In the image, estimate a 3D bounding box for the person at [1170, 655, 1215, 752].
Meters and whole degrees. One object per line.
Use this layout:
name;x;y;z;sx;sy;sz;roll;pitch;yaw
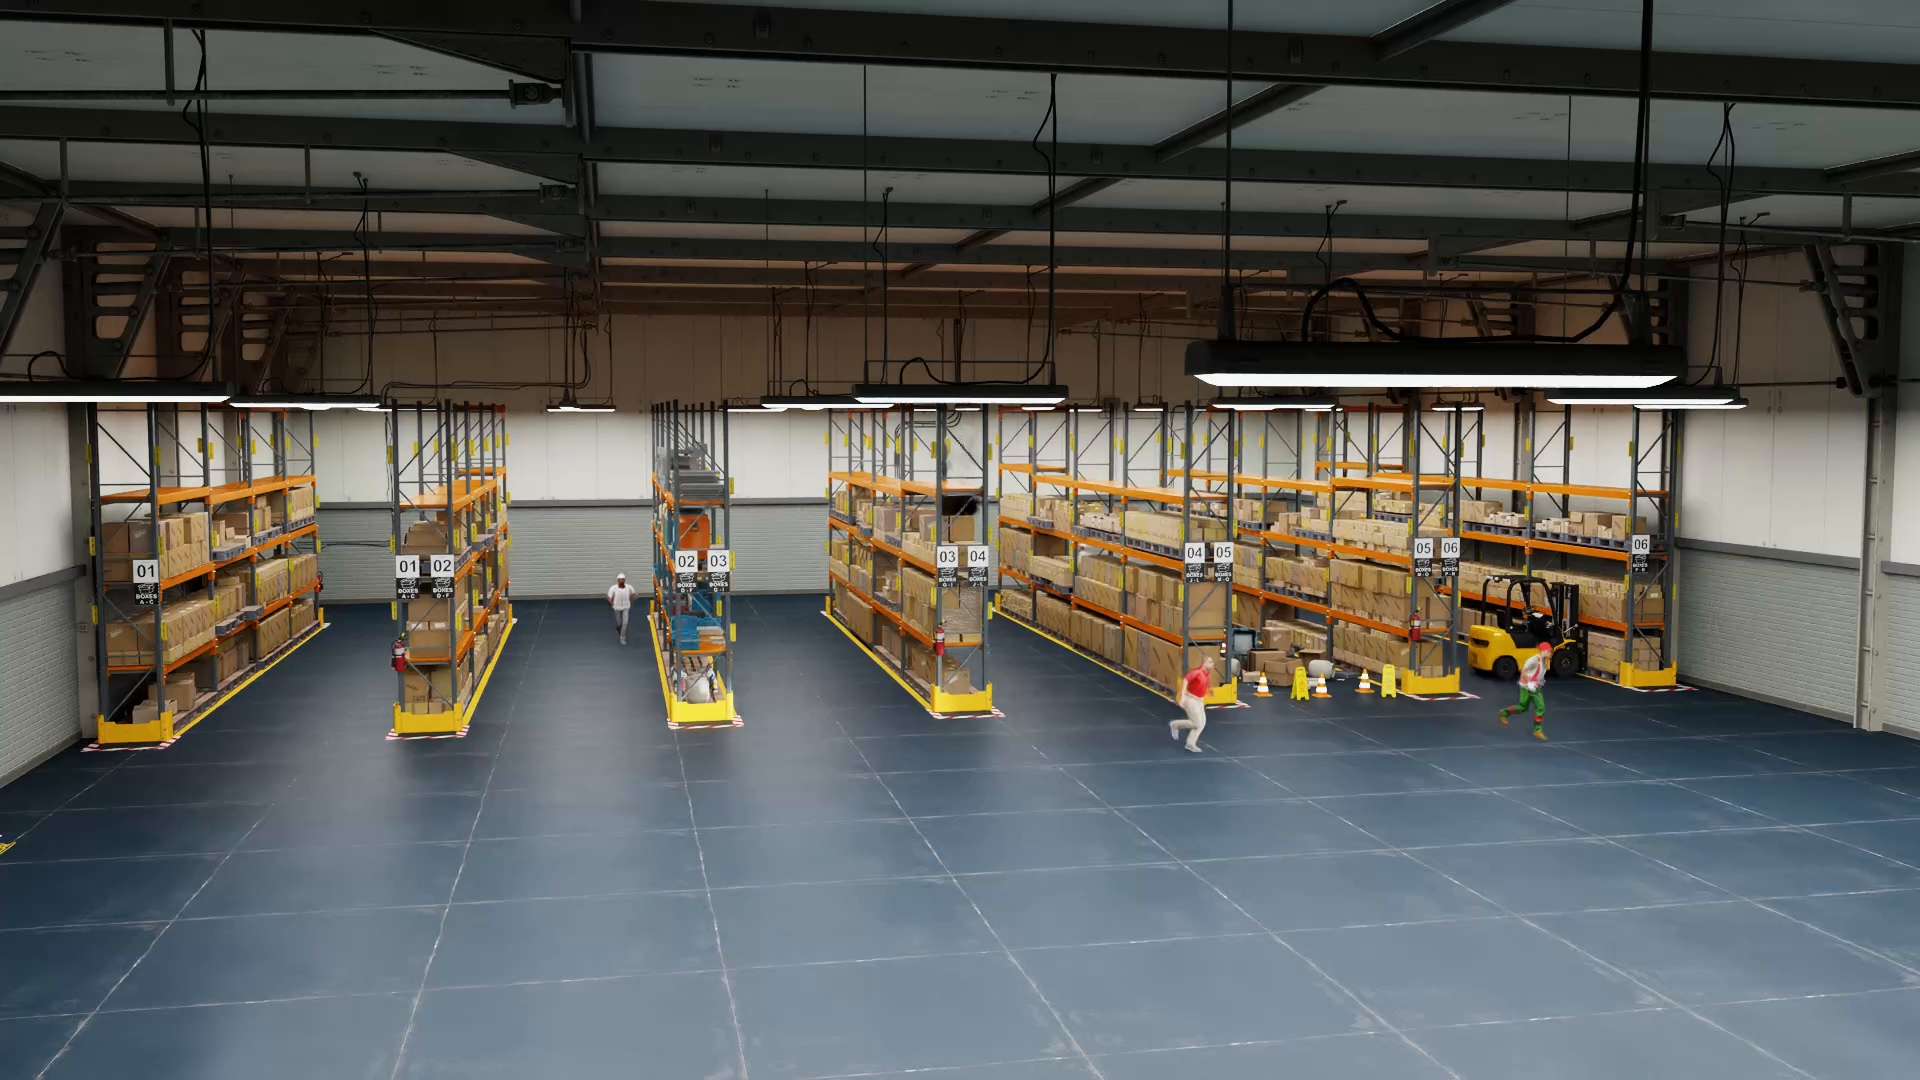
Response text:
person;3.976;2.780;28.386;0.765;1.664;0.657;2;5;27

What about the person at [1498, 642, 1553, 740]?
person;10.099;2.651;29.670;1.021;1.730;0.677;4;6;43

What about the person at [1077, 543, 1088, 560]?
person;3.776;0.942;51.891;0.687;1.775;0.634;-3;5;-31

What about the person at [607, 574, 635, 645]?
person;-8.493;1.727;41.761;0.708;1.765;0.824;-1;4;-16
